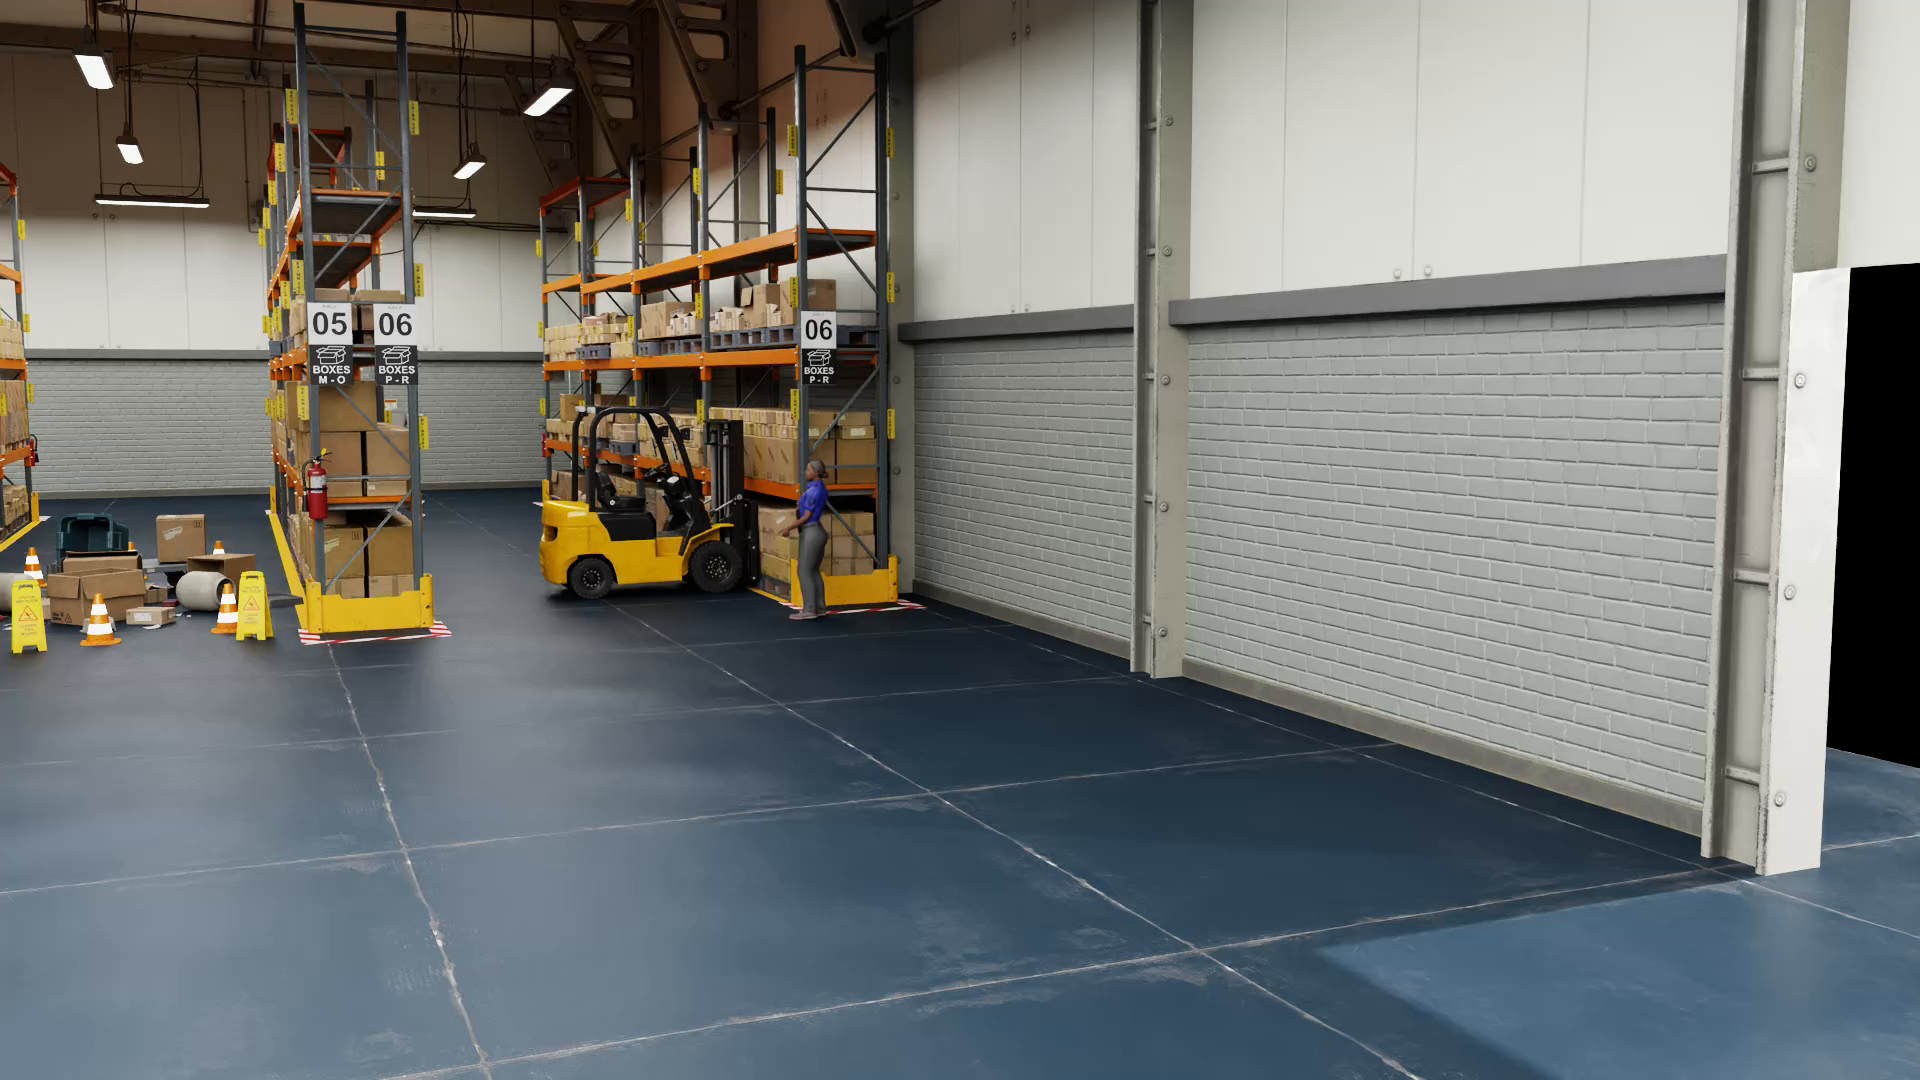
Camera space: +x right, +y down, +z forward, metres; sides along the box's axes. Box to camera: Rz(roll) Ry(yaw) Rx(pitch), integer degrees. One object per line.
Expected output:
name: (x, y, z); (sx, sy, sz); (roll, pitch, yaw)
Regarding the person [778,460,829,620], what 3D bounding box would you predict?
person: (-1.600, -0.008, 17.168); (0.516, 1.648, 0.451); (0, 6, 5)
